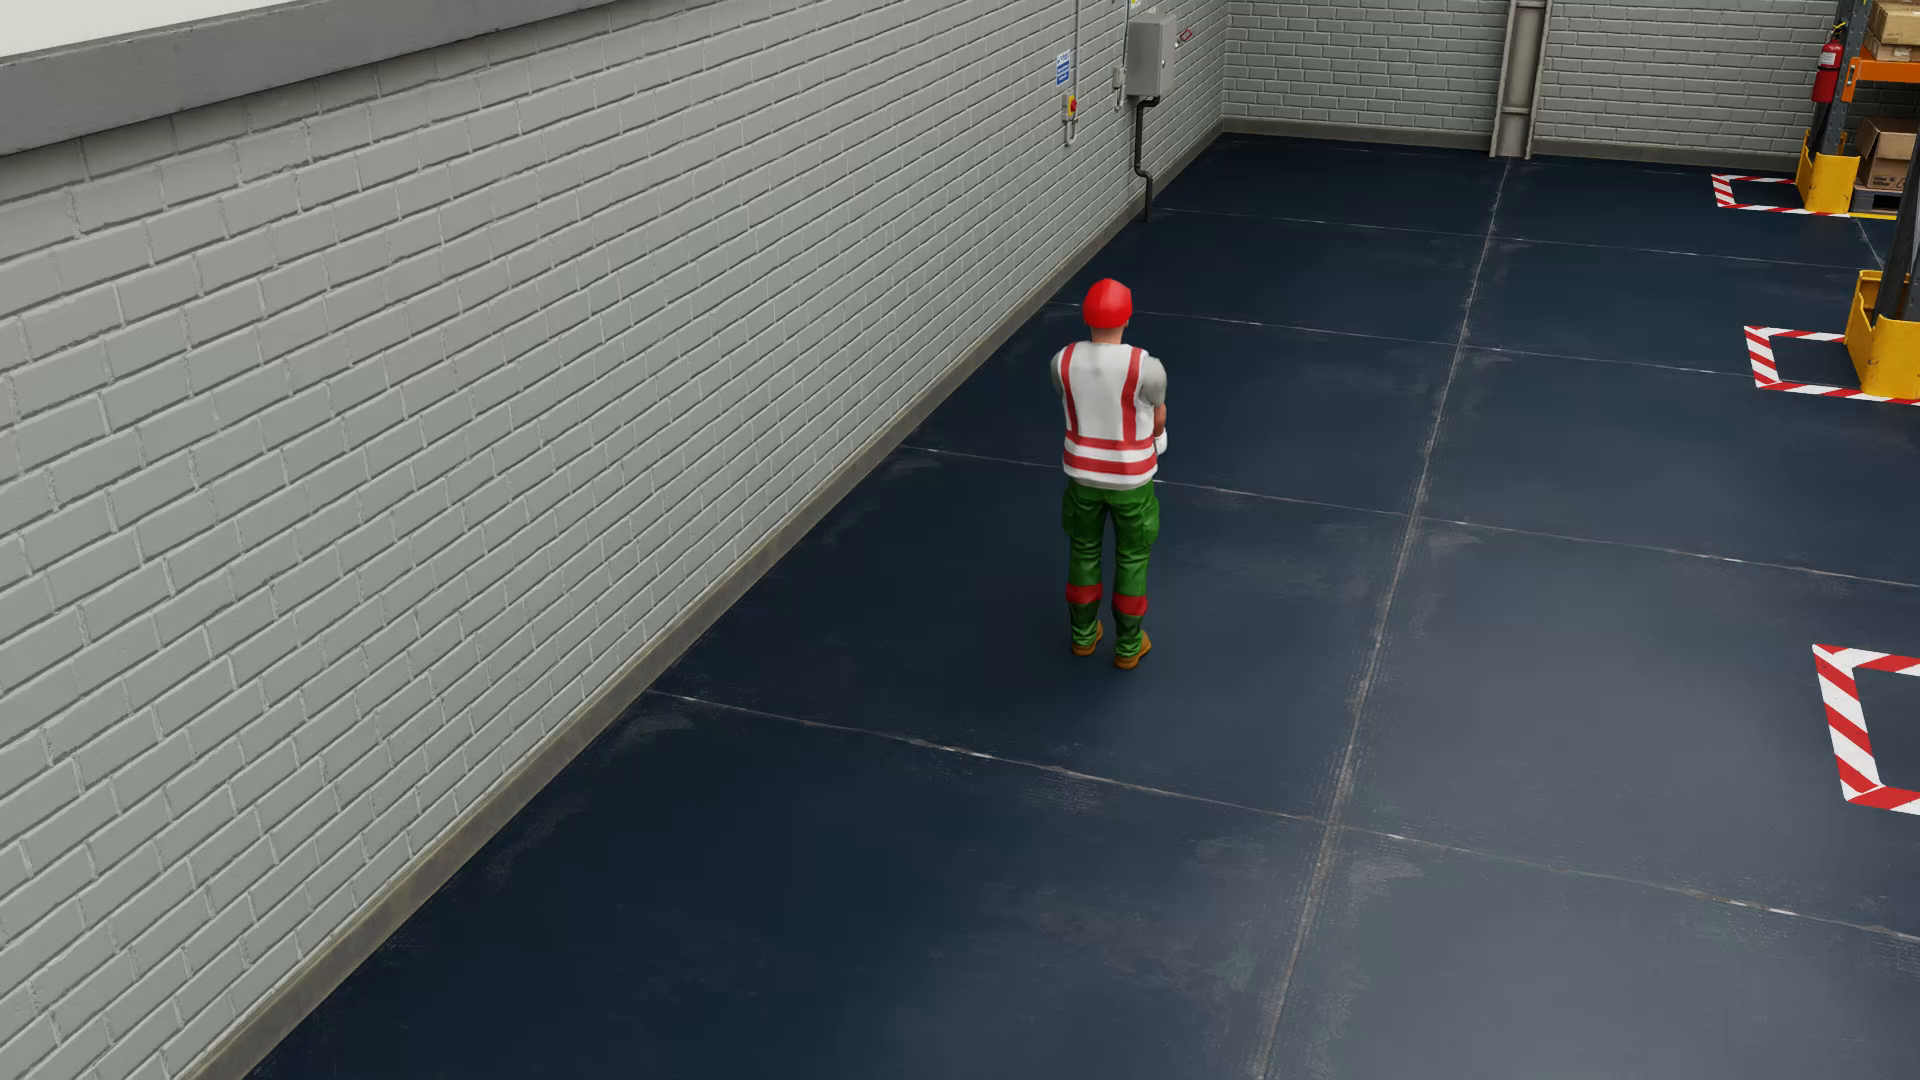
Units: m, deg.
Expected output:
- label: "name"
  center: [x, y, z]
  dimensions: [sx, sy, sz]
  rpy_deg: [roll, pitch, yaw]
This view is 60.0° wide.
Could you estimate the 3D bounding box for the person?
- label: "person"
  center: [0.663, -0.319, 7.259]
  dimensions: [0.494, 1.783, 0.562]
  rpy_deg: [9, 27, 18]
